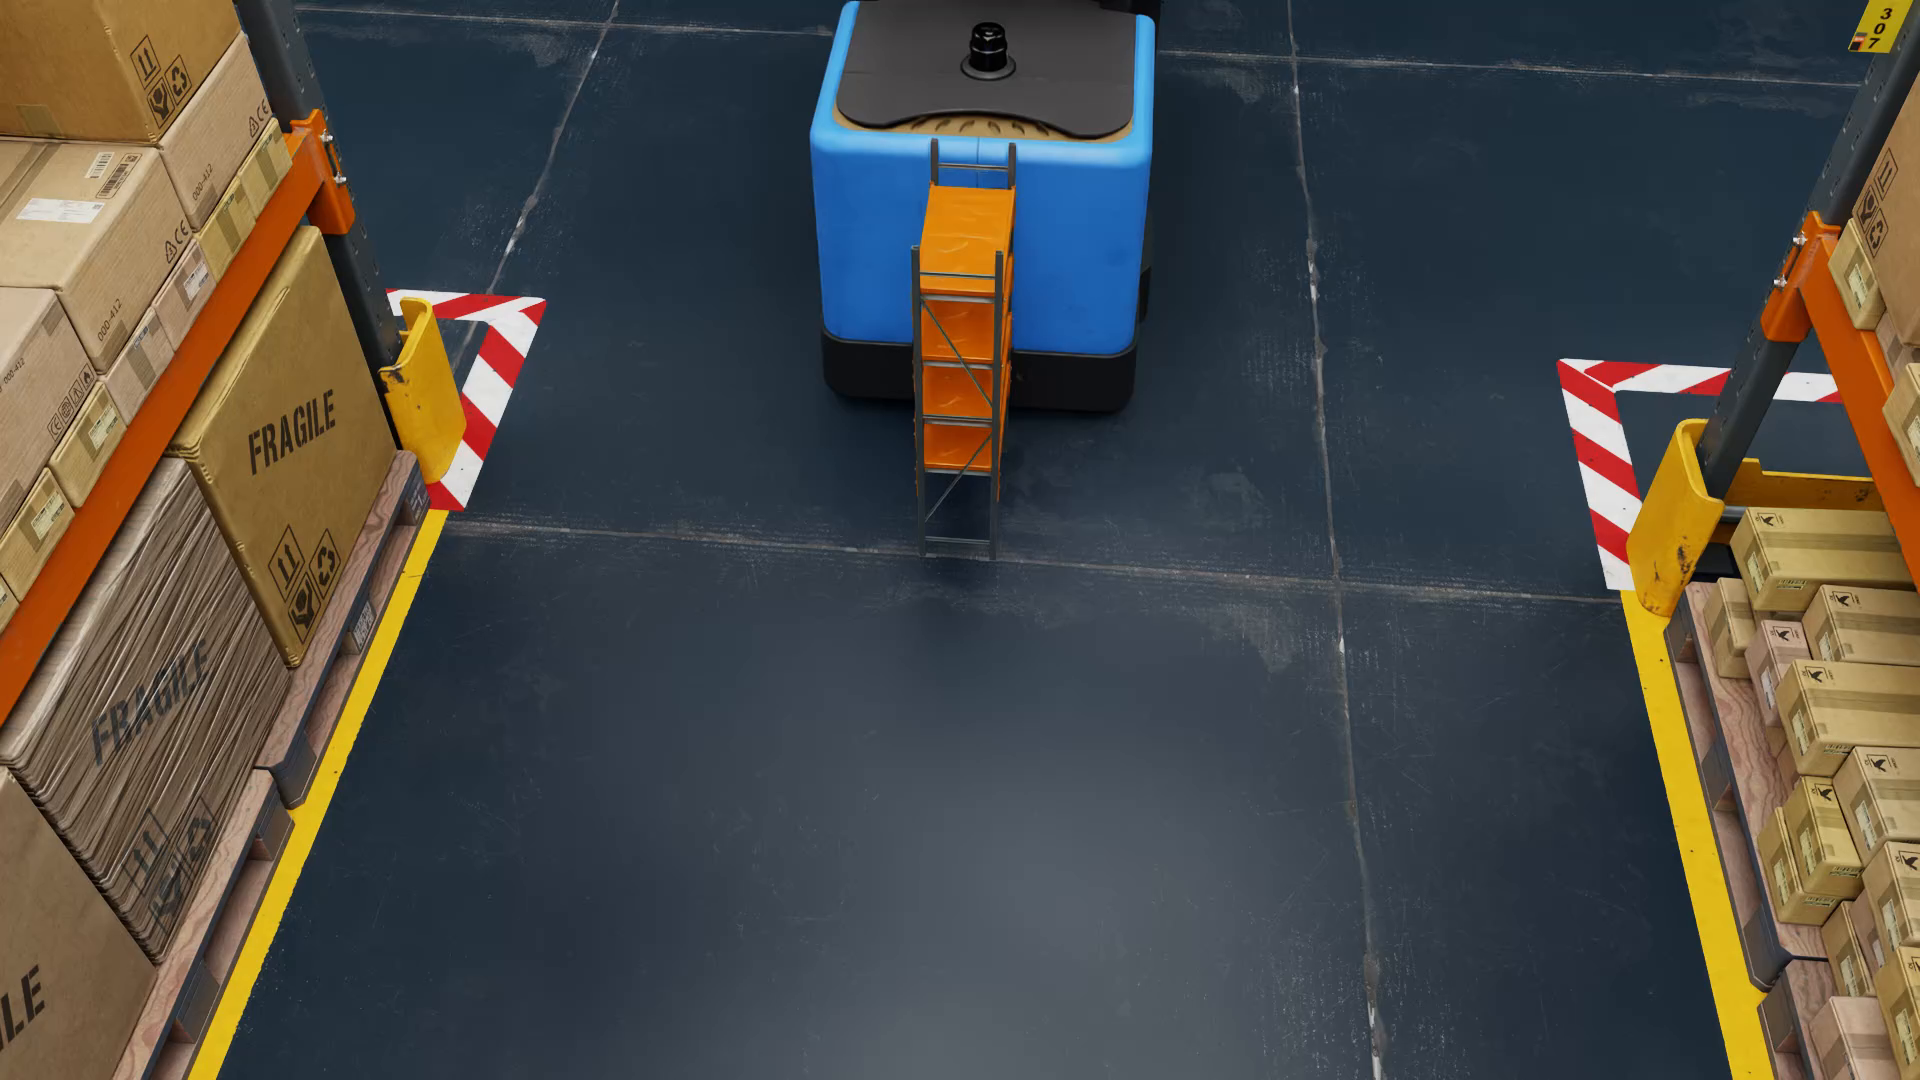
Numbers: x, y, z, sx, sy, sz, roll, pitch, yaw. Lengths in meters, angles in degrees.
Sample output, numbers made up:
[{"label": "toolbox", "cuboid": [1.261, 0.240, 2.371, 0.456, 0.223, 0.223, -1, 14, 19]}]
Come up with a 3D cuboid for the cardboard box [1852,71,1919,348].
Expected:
[{"label": "cardboard box", "cuboid": [2.357, -0.749, 3.633, 0.500, 0.500, 0.500, 6, 48, 5]}]

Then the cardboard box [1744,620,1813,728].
[{"label": "cardboard box", "cuboid": [2.289, 0.359, 4.335, 0.380, 0.149, 0.250, 4, 48, 3]}]

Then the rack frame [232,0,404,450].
[{"label": "rack frame", "cuboid": [-2.257, -1.334, 4.438, 1.000, 3.000, 0.127, 4, 48, 4]}]

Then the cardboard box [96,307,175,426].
[{"label": "cardboard box", "cuboid": [-2.031, -0.406, 3.759, 0.380, 0.149, 0.250, 5, 48, 4]}]

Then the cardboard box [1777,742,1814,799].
[{"label": "cardboard box", "cuboid": [2.349, 0.638, 4.281, 0.380, 0.149, 0.250, 4, 48, 4]}]

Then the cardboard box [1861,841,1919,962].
[{"label": "cardboard box", "cuboid": [2.257, 0.833, 3.699, 0.380, 0.149, 0.250, 6, 48, 5]}]

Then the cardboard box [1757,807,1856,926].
[{"label": "cardboard box", "cuboid": [2.216, 0.819, 4.116, 0.380, 0.149, 0.250, 4, 48, 4]}]

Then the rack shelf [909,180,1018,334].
[{"label": "rack shelf", "cuboid": [0.015, -0.792, 4.629, 0.258, 0.148, 0.480, 4, 48, 4]}]

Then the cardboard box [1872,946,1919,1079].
[{"label": "cardboard box", "cuboid": [2.187, 1.024, 3.525, 0.380, 0.149, 0.250, 5, 48, 4]}]

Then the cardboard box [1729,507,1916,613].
[{"label": "cardboard box", "cuboid": [2.287, 0.055, 4.411, 0.380, 0.149, 0.250, 2, 48, 2]}]

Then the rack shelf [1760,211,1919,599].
[{"label": "rack shelf", "cuboid": [2.491, 0.786, 2.986, 1.077, 0.370, 4.000, 4, 48, 4]}]

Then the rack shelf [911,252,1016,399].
[{"label": "rack shelf", "cuboid": [0.015, -0.632, 4.803, 0.258, 0.148, 0.480, 4, 48, 4]}]

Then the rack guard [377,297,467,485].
[{"label": "rack guard", "cuboid": [-2.254, -0.508, 5.376, 1.175, 0.500, 0.348, 4, 48, 4]}]

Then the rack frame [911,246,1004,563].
[{"label": "rack frame", "cuboid": [-0.007, -0.347, 4.755, 0.240, 1.200, 0.015, 4, 48, 4]}]

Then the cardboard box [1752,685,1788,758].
[{"label": "cardboard box", "cuboid": [2.365, 0.455, 4.448, 0.380, 0.149, 0.250, 4, 48, 3]}]

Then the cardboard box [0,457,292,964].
[{"label": "cardboard box", "cuboid": [-2.318, 0.385, 4.020, 0.875, 0.875, 0.875, 4, 48, 4]}]

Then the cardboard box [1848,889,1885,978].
[{"label": "cardboard box", "cuboid": [2.294, 0.927, 3.815, 0.380, 0.149, 0.250, 2, 48, 2]}]

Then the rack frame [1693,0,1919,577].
[{"label": "rack frame", "cuboid": [2.673, -0.926, 4.065, 1.000, 3.000, 0.127, 4, 48, 4]}]

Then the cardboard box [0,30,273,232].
[{"label": "cardboard box", "cuboid": [-2.036, -1.010, 4.041, 0.500, 0.250, 0.500, 3, 48, 3]}]

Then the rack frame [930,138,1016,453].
[{"label": "rack frame", "cuboid": [0.037, -0.706, 5.083, 0.240, 1.200, 0.015, 4, 48, 4]}]

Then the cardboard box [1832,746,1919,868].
[{"label": "cardboard box", "cuboid": [2.291, 0.630, 3.885, 0.380, 0.149, 0.250, 2, 48, 2]}]

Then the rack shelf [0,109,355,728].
[{"label": "rack shelf", "cuboid": [-2.439, 0.378, 3.359, 1.077, 0.370, 4.000, 4, 48, 4]}]

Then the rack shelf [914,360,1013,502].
[{"label": "rack shelf", "cuboid": [0.015, -0.347, 5.115, 0.258, 0.148, 0.480, 4, 48, 4]}]

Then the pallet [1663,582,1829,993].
[{"label": "pallet", "cuboid": [2.557, 0.665, 4.499, 1.003, 0.211, 1.213, 4, 48, 4]}]

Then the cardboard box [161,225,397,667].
[{"label": "cardboard box", "cuboid": [-2.235, -0.283, 4.632, 0.875, 0.875, 0.875, 4, 48, 4]}]

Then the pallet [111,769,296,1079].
[{"label": "pallet", "cuboid": [-2.365, 1.094, 4.107, 1.003, 0.211, 1.213, 4, 48, 4]}]

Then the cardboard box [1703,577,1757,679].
[{"label": "cardboard box", "cuboid": [2.307, 0.257, 4.629, 0.380, 0.149, 0.250, 5, 48, 4]}]

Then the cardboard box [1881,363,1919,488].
[{"label": "cardboard box", "cuboid": [2.258, -0.242, 3.609, 0.380, 0.149, 0.250, 3, 48, 2]}]

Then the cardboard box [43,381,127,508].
[{"label": "cardboard box", "cuboid": [-2.053, -0.215, 3.584, 0.380, 0.149, 0.250, 3, 48, 3]}]

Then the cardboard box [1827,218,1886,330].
[{"label": "cardboard box", "cuboid": [2.318, -0.626, 3.960, 0.380, 0.149, 0.250, 4, 48, 3]}]

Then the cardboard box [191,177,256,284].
[{"label": "cardboard box", "cuboid": [-1.983, -0.775, 4.096, 0.380, 0.149, 0.250, 4, 48, 4]}]

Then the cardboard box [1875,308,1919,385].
[{"label": "cardboard box", "cuboid": [2.336, -0.436, 3.786, 0.380, 0.149, 0.250, 5, 48, 5]}]

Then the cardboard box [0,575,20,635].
[{"label": "cardboard box", "cuboid": [-2.101, 0.158, 3.243, 0.380, 0.149, 0.250, 5, 48, 4]}]

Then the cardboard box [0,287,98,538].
[{"label": "cardboard box", "cuboid": [-2.129, -0.263, 3.358, 0.500, 0.250, 0.500, 2, 48, 2]}]

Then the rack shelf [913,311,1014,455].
[{"label": "rack shelf", "cuboid": [0.015, -0.481, 4.968, 0.258, 0.148, 0.480, 4, 48, 4]}]

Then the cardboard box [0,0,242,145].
[{"label": "cardboard box", "cuboid": [-2.039, -1.261, 3.763, 0.500, 0.500, 0.500, 4, 48, 4]}]

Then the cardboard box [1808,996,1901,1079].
[{"label": "cardboard box", "cuboid": [2.179, 1.190, 3.776, 0.380, 0.149, 0.250, 2, 48, 2]}]

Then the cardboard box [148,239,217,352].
[{"label": "cardboard box", "cuboid": [-2.007, -0.589, 3.926, 0.380, 0.149, 0.250, 4, 48, 4]}]

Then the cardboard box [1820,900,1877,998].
[{"label": "cardboard box", "cuboid": [2.288, 1.013, 3.939, 0.380, 0.149, 0.250, 4, 48, 4]}]

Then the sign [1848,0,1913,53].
[{"label": "sign", "cuboid": [2.133, -1.255, 3.778, 0.100, 0.325, 0.005, 4, 48, 4]}]

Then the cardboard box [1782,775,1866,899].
[{"label": "cardboard box", "cuboid": [2.223, 0.726, 3.999, 0.380, 0.149, 0.250, 5, 48, 5]}]

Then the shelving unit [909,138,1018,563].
[{"label": "shelving unit", "cuboid": [0.015, -0.527, 4.919, 0.258, 1.200, 0.503, 4, 48, 4]}]

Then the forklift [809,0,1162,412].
[{"label": "forklift", "cuboid": [0.186, -2.509, 5.558, 1.130, 2.935, 3.031, 4, 48, 3]}]

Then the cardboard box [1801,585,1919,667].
[{"label": "cardboard box", "cuboid": [2.382, 0.266, 4.218, 0.380, 0.149, 0.250, 5, 48, 4]}]

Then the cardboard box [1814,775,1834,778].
[{"label": "cardboard box", "cuboid": [2.355, 0.545, 4.165, 0.380, 0.149, 0.250, 4, 48, 4]}]

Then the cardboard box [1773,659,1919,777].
[{"label": "cardboard box", "cuboid": [2.232, 0.443, 4.057, 0.380, 0.149, 0.250, 4, 48, 3]}]

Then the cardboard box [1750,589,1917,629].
[{"label": "cardboard box", "cuboid": [2.370, 0.161, 4.516, 0.380, 0.149, 0.250, 6, 48, 5]}]

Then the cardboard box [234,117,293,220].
[{"label": "cardboard box", "cuboid": [-1.961, -0.966, 4.271, 0.380, 0.149, 0.250, 5, 48, 4]}]

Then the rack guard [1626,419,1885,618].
[{"label": "rack guard", "cuboid": [2.667, -0.027, 4.936, 1.175, 0.500, 0.348, 4, 48, 4]}]

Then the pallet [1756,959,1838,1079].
[{"label": "pallet", "cuboid": [2.444, 1.559, 3.681, 1.003, 0.211, 1.213, 4, 48, 4]}]

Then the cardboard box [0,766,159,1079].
[{"label": "cardboard box", "cuboid": [-2.399, 1.039, 3.422, 0.875, 0.875, 0.875, 4, 48, 4]}]

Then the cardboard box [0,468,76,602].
[{"label": "cardboard box", "cuboid": [-2.076, -0.024, 3.410, 0.380, 0.149, 0.250, 4, 48, 4]}]

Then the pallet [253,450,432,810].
[{"label": "pallet", "cuboid": [-2.252, 0.200, 4.924, 1.003, 0.211, 1.213, 4, 48, 4]}]

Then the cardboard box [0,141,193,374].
[{"label": "cardboard box", "cuboid": [-2.083, -0.637, 3.700, 0.500, 0.250, 0.500, 3, 48, 3]}]
